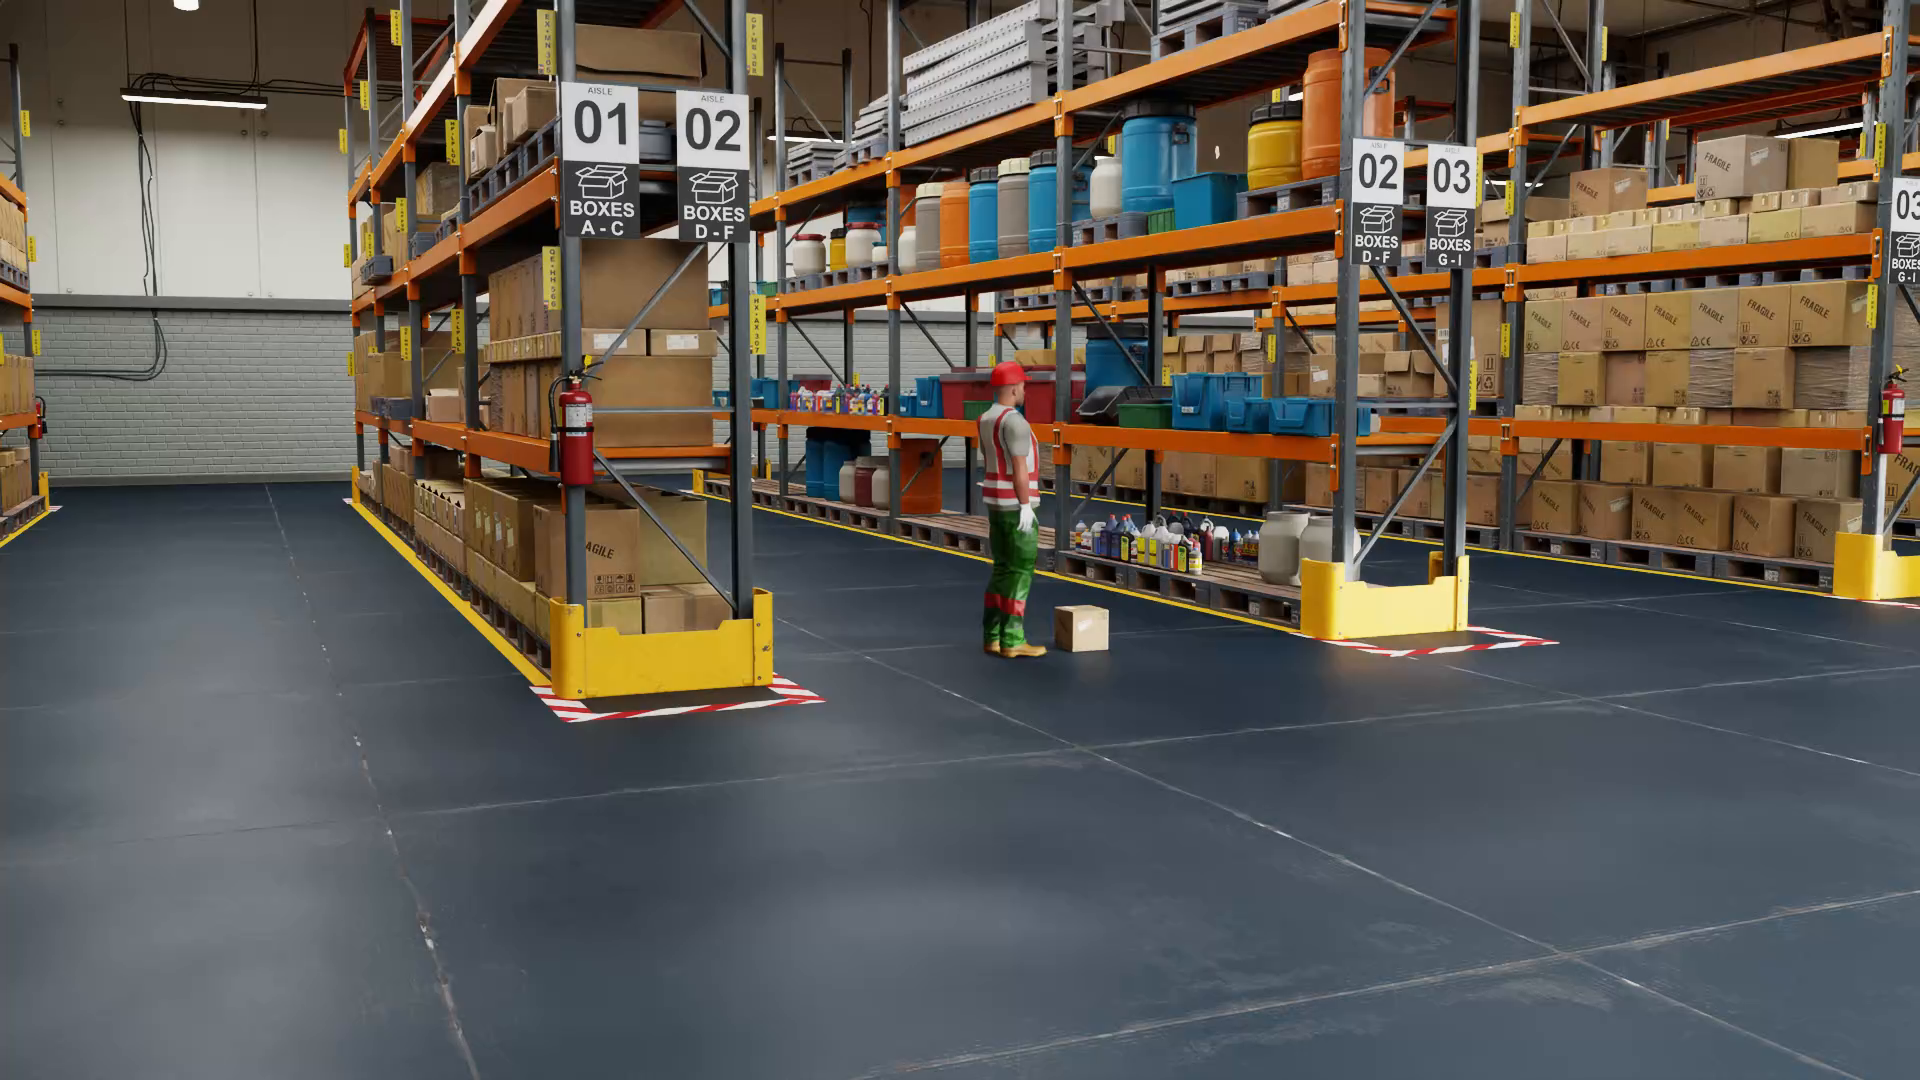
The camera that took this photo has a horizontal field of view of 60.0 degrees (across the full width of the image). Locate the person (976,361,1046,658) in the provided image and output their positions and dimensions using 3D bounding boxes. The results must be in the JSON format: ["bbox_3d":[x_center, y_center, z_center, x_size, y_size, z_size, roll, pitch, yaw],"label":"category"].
[{"bbox_3d":[0.310,-0.194,10.164,0.337,1.785,0.525,-2,6,-22],"label":"person"}]
